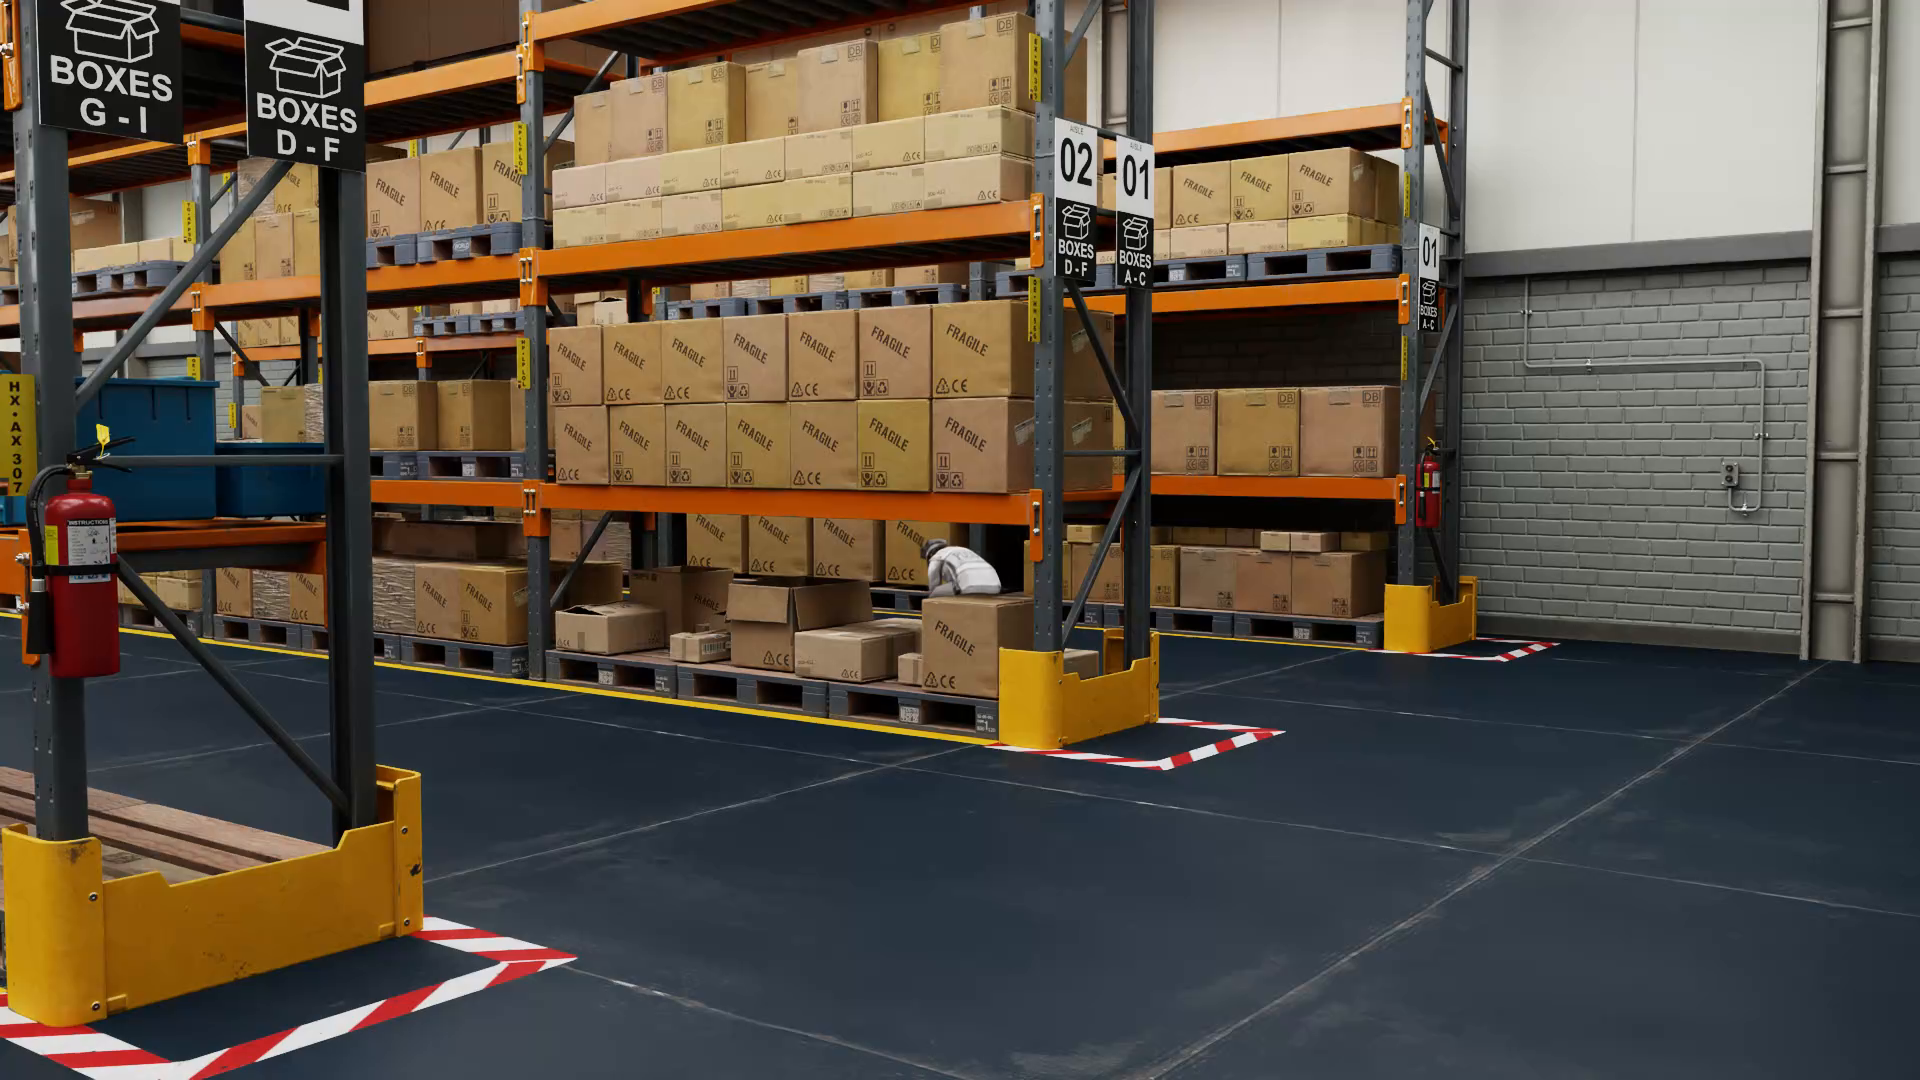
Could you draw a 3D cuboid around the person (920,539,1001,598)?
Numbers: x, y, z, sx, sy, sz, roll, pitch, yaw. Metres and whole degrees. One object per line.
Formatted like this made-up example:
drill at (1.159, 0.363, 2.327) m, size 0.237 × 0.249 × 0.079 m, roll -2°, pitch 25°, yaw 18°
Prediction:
person at (-0.021, 0.425, 13.675) m, size 0.477 × 0.845 × 0.899 m, roll -2°, pitch 4°, yaw -29°
